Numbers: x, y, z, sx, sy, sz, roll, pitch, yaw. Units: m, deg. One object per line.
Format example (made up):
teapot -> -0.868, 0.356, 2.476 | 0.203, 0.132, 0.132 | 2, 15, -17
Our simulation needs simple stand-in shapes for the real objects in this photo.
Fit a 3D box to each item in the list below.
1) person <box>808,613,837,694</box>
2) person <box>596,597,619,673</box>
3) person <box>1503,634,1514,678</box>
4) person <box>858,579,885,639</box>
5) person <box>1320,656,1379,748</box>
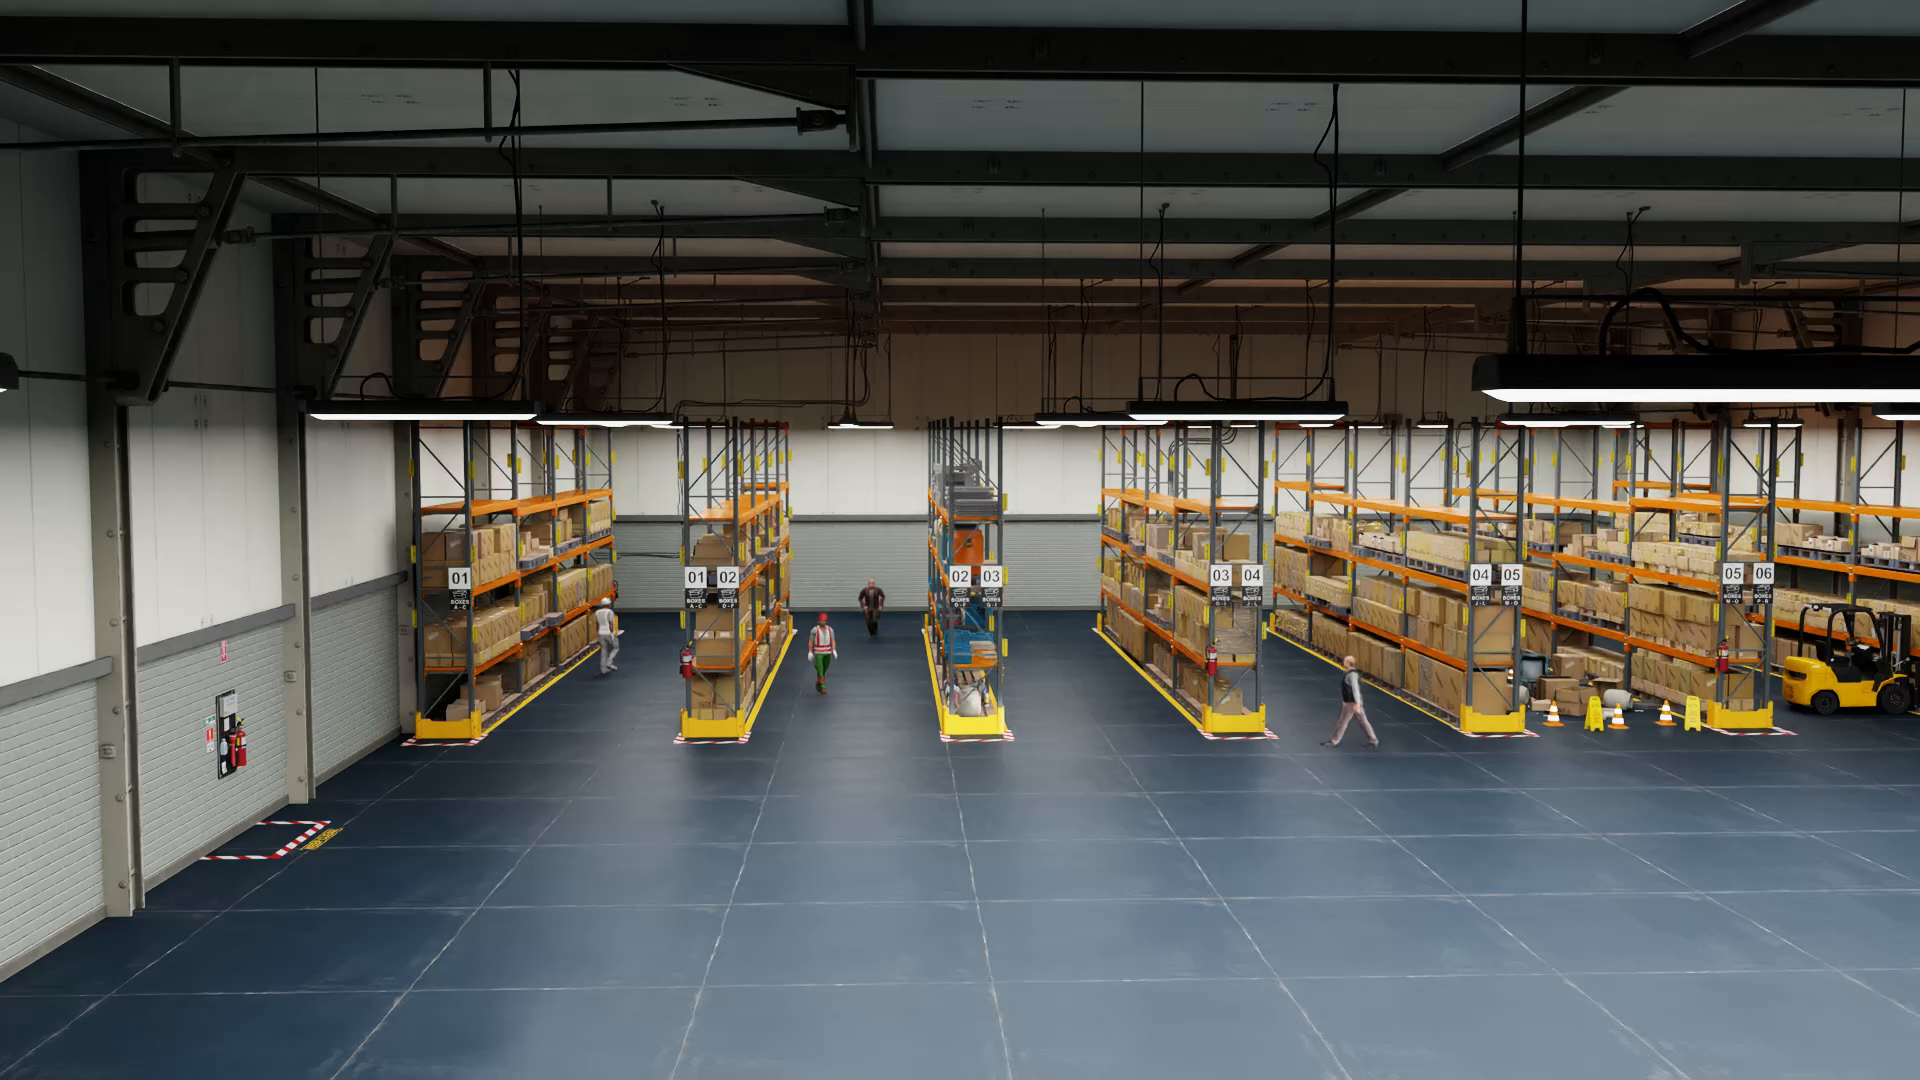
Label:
person -> -2.954, 2.462, 36.157 | 0.559, 1.727, 1.039 | -2, 4, -31
person -> -8.390, 2.251, 39.437 | 0.576, 1.770, 0.458 | 1, 4, 16
person -> 12.720, 2.453, 38.265 | 0.409, 1.626, 0.621 | -1, 4, -9
person -> -2.430, 1.903, 45.773 | 0.720, 1.688, 0.664 | 0, 4, 6
person -> 7.027, 2.912, 29.974 | 1.031, 1.656, 0.589 | 1, 4, 15
